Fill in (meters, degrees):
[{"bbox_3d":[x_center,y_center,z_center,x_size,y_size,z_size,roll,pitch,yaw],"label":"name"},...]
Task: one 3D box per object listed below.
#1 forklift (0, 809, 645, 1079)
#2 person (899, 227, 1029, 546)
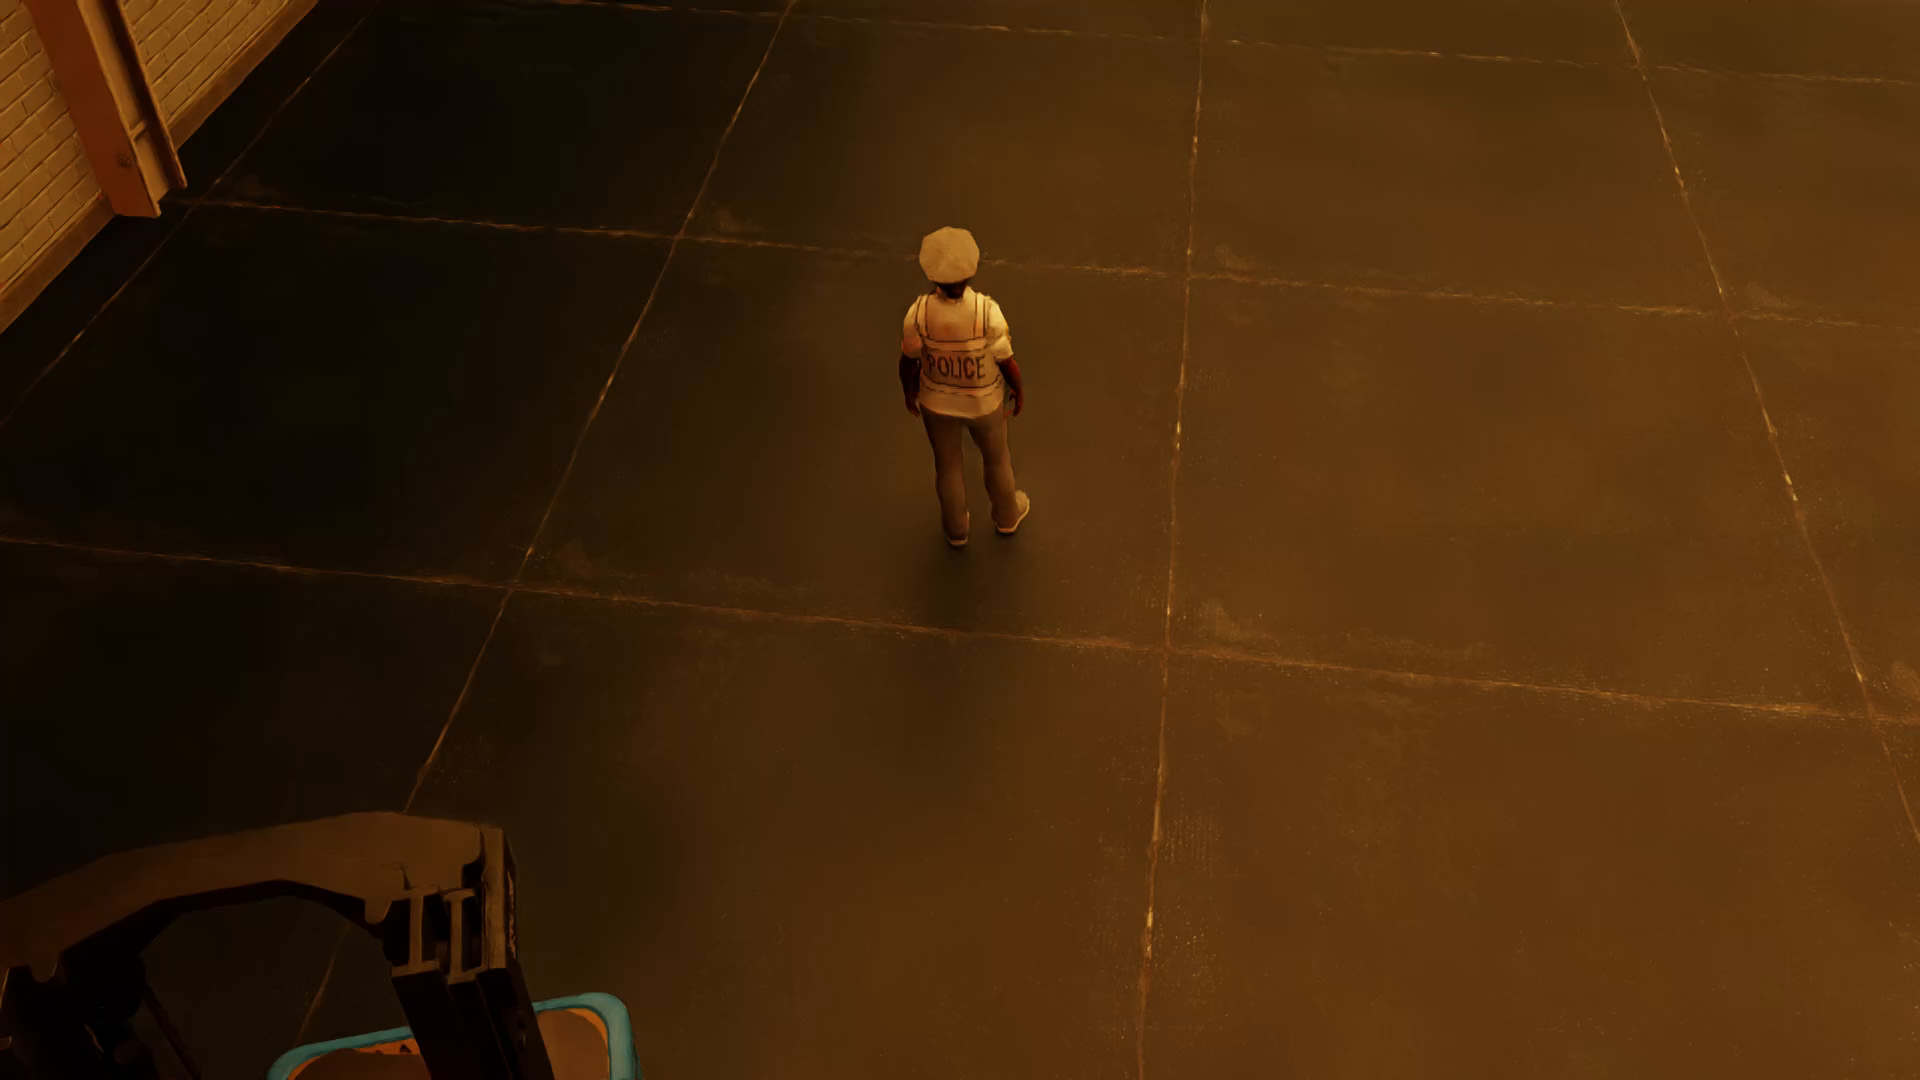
[{"bbox_3d":[-1.166,2.070,3.471,1.130,2.935,3.031,-8,43,-9],"label":"forklift"},{"bbox_3d":[0.029,-0.678,7.365,0.570,1.695,0.529,5,43,6],"label":"person"}]
